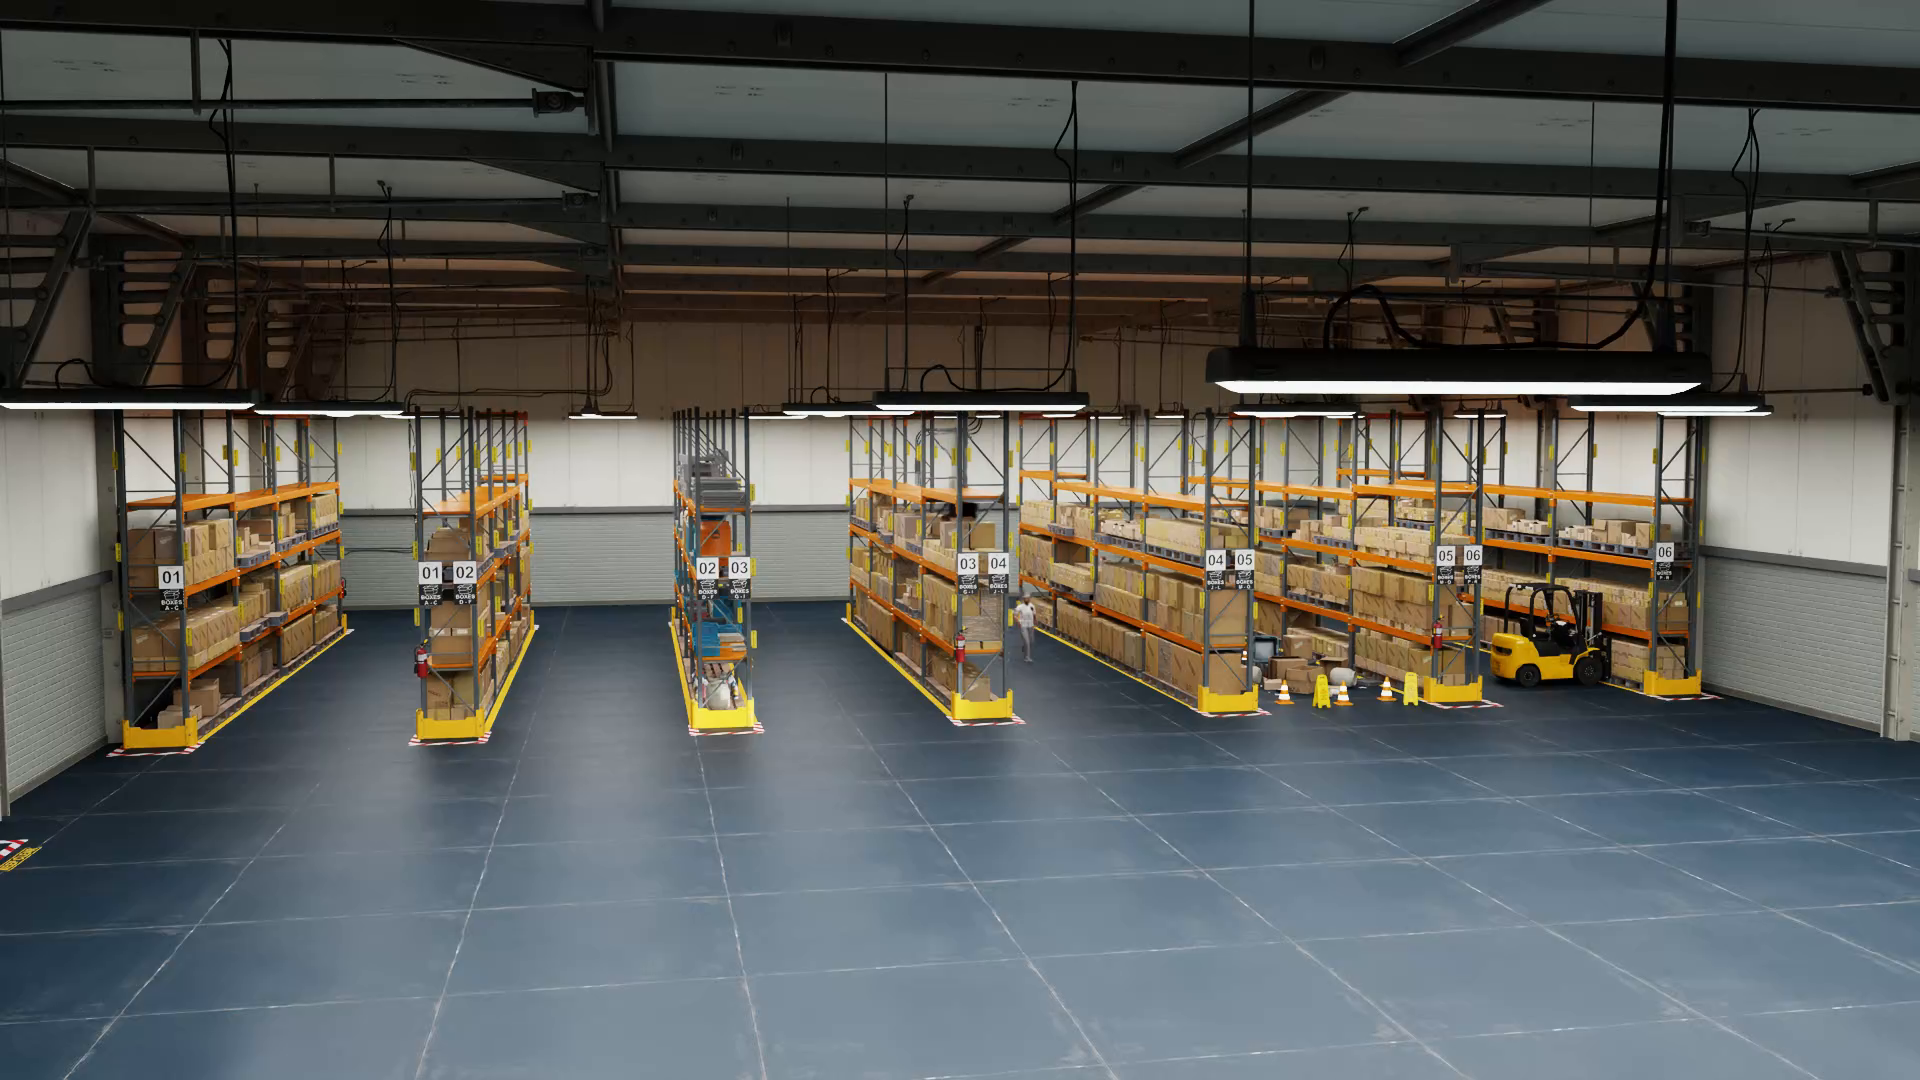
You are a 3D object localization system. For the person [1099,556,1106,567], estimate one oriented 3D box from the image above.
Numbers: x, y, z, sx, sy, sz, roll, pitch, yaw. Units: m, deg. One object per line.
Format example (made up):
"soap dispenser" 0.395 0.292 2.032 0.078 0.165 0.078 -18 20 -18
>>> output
"person" 4.329 1.305 50.831 0.548 1.627 0.580 -2 4 -24

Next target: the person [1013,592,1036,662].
"person" 1.569 2.068 39.742 0.571 1.659 0.629 -2 4 -21
